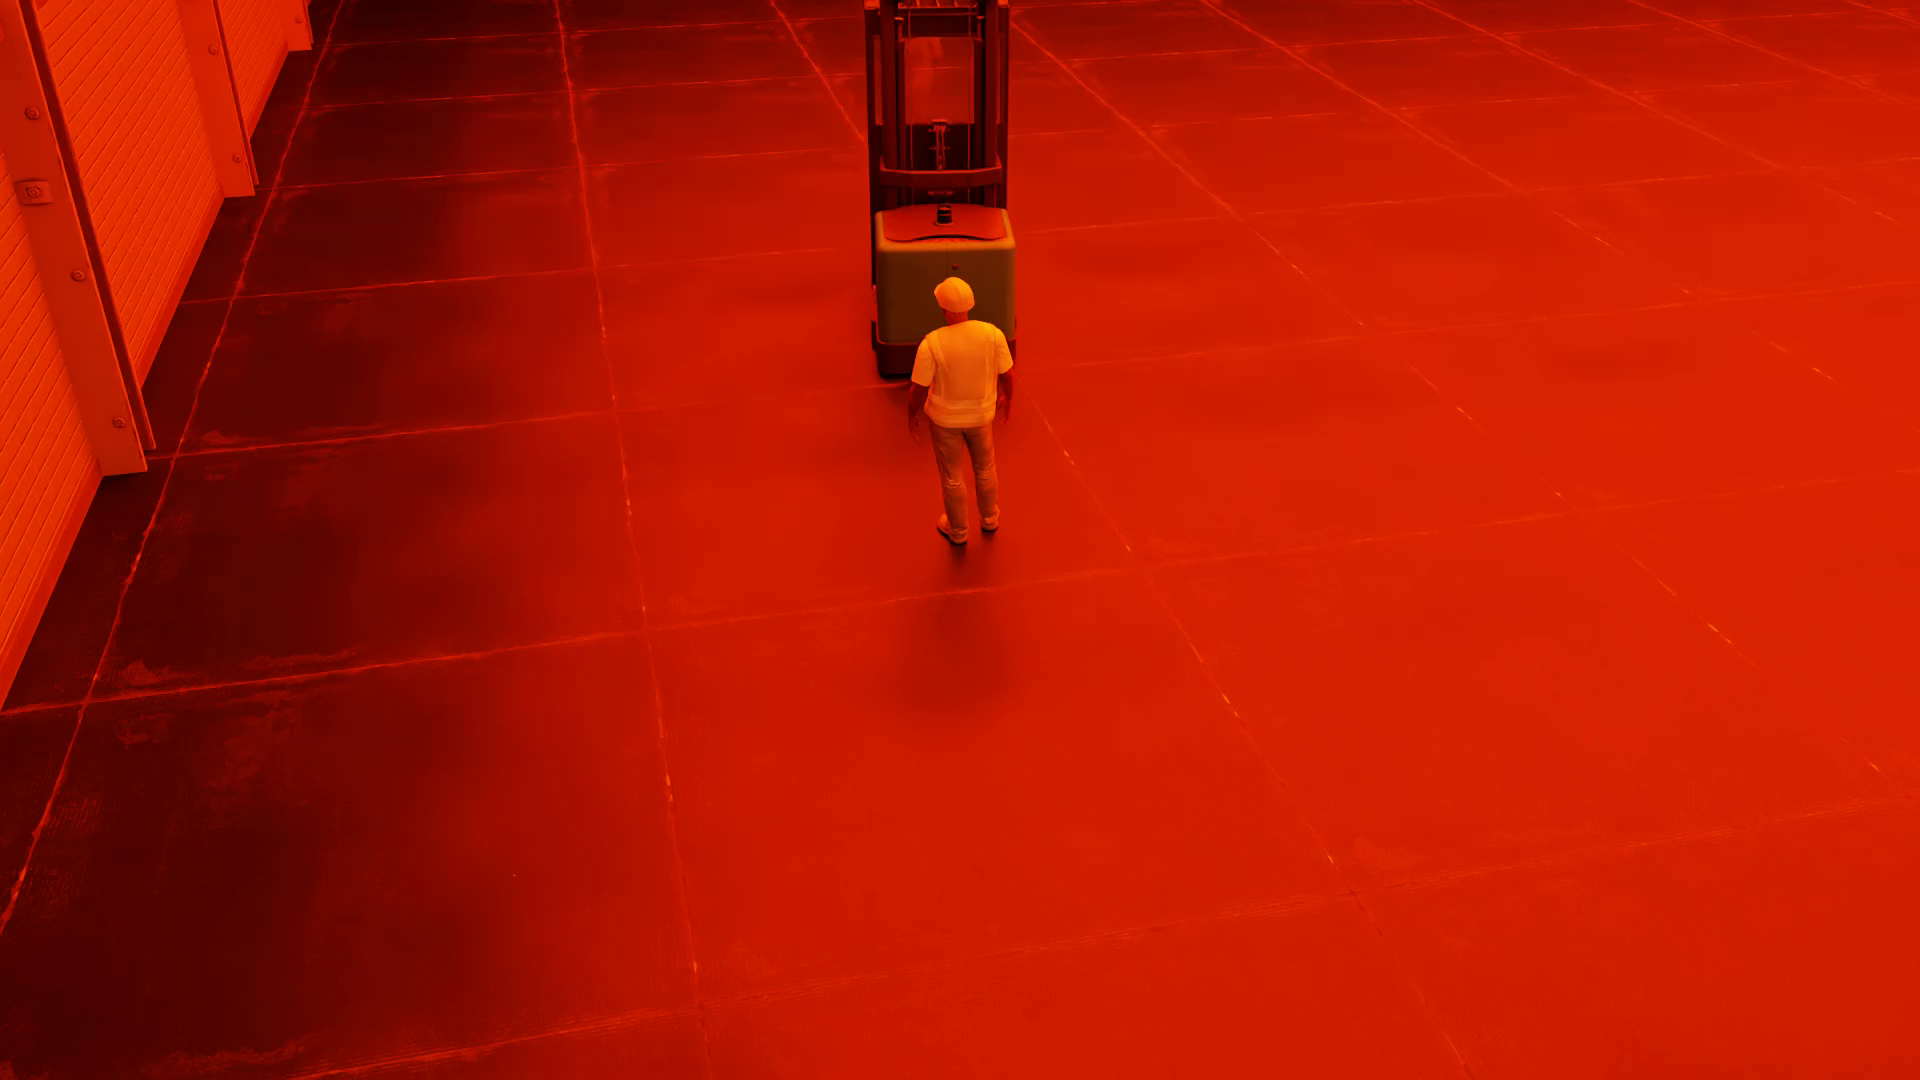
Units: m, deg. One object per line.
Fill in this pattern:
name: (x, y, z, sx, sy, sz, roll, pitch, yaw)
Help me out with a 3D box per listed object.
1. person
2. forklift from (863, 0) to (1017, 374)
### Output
person: (-0.010, -0.805, 10.113, 0.665, 1.765, 0.577, -7, 31, -12)
forklift: (-0.188, -3.225, 13.145, 1.130, 2.935, 3.031, -2, 30, -3)
